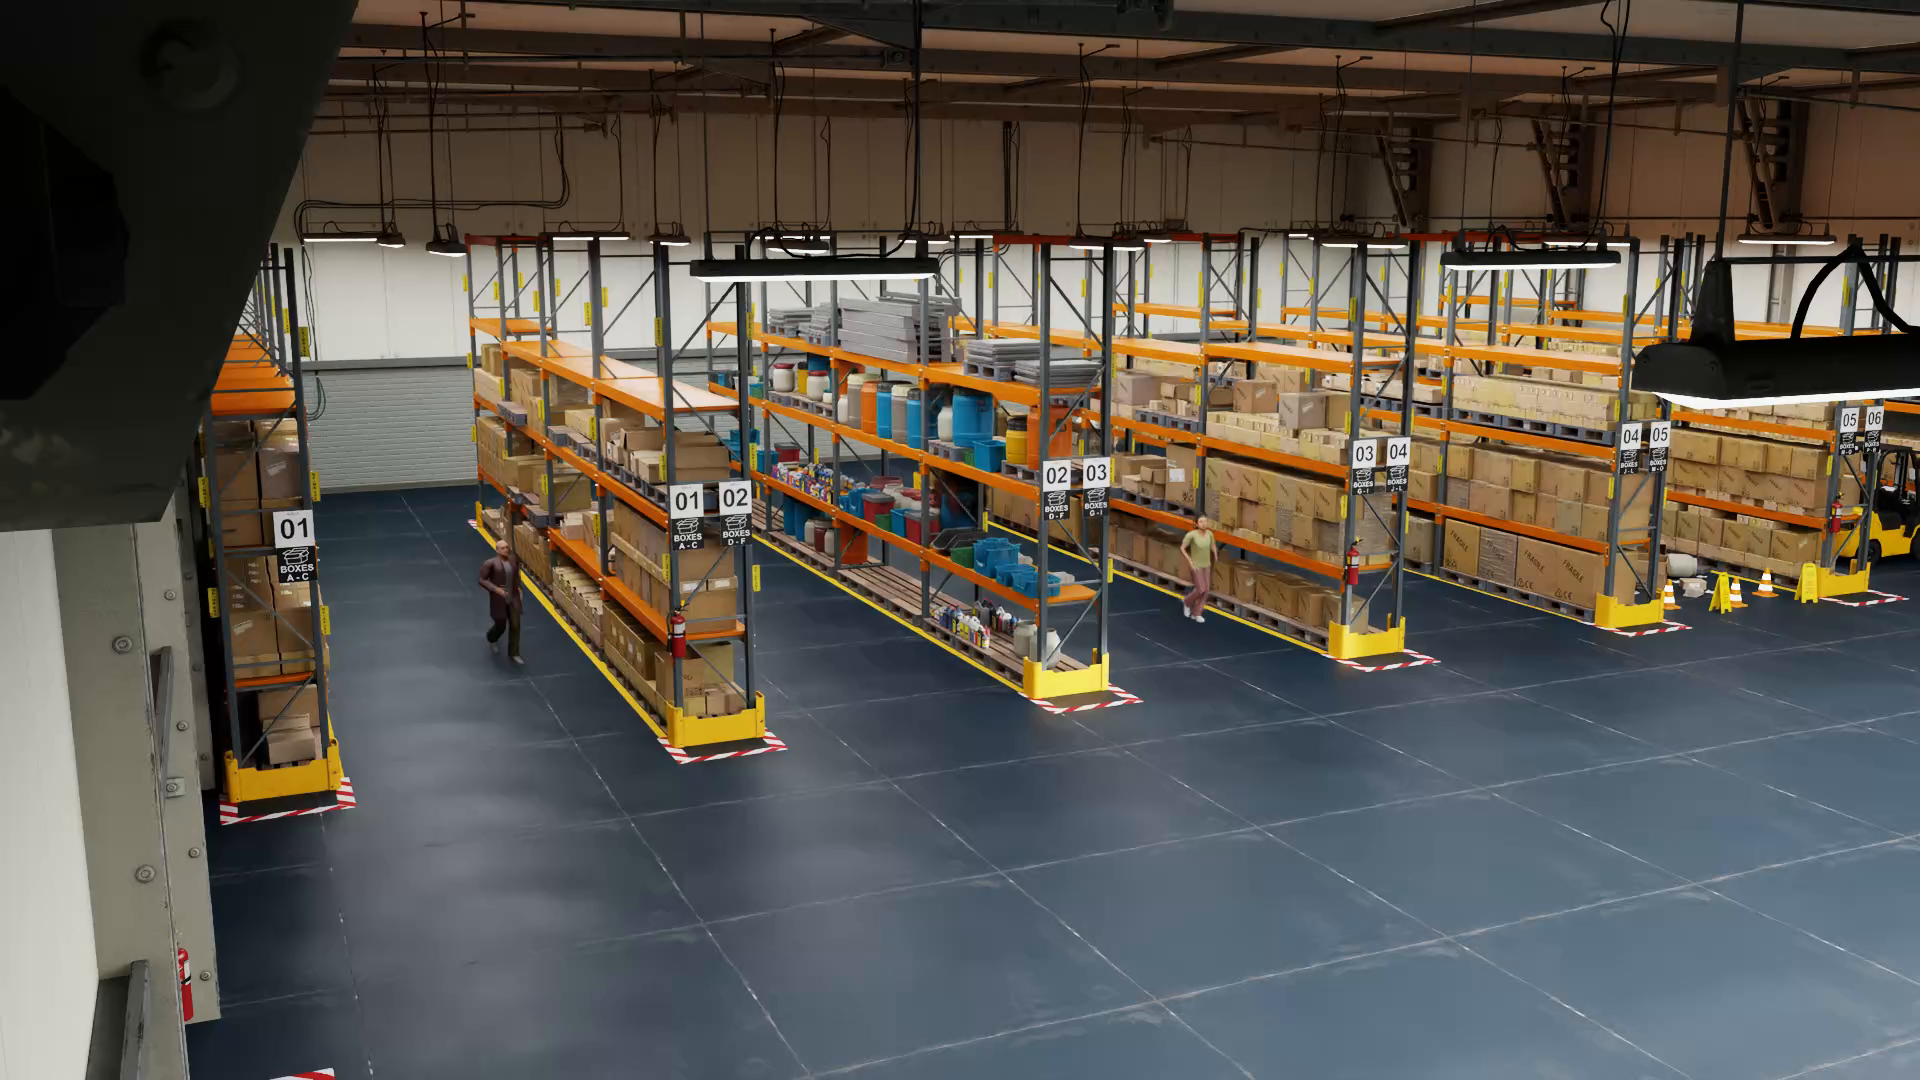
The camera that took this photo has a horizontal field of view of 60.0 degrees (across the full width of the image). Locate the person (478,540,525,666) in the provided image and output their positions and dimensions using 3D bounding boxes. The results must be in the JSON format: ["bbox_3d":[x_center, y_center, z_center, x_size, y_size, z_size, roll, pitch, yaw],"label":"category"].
[{"bbox_3d":[-6.595,0.875,23.992,0.712,1.776,0.954,-9,14,-38],"label":"person"}]

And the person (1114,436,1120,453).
[{"bbox_3d":[3.847,-2.532,41.817,0.758,1.733,0.839,-2,11,-9],"label":"person"}]

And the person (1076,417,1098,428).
[{"bbox_3d":[3.260,-2.624,41.969,0.681,1.812,0.811,6,12,26],"label":"person"}]

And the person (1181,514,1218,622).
[{"bbox_3d":[3.647,0.424,25.191,0.573,1.626,0.522,-4,12,-22],"label":"person"}]
